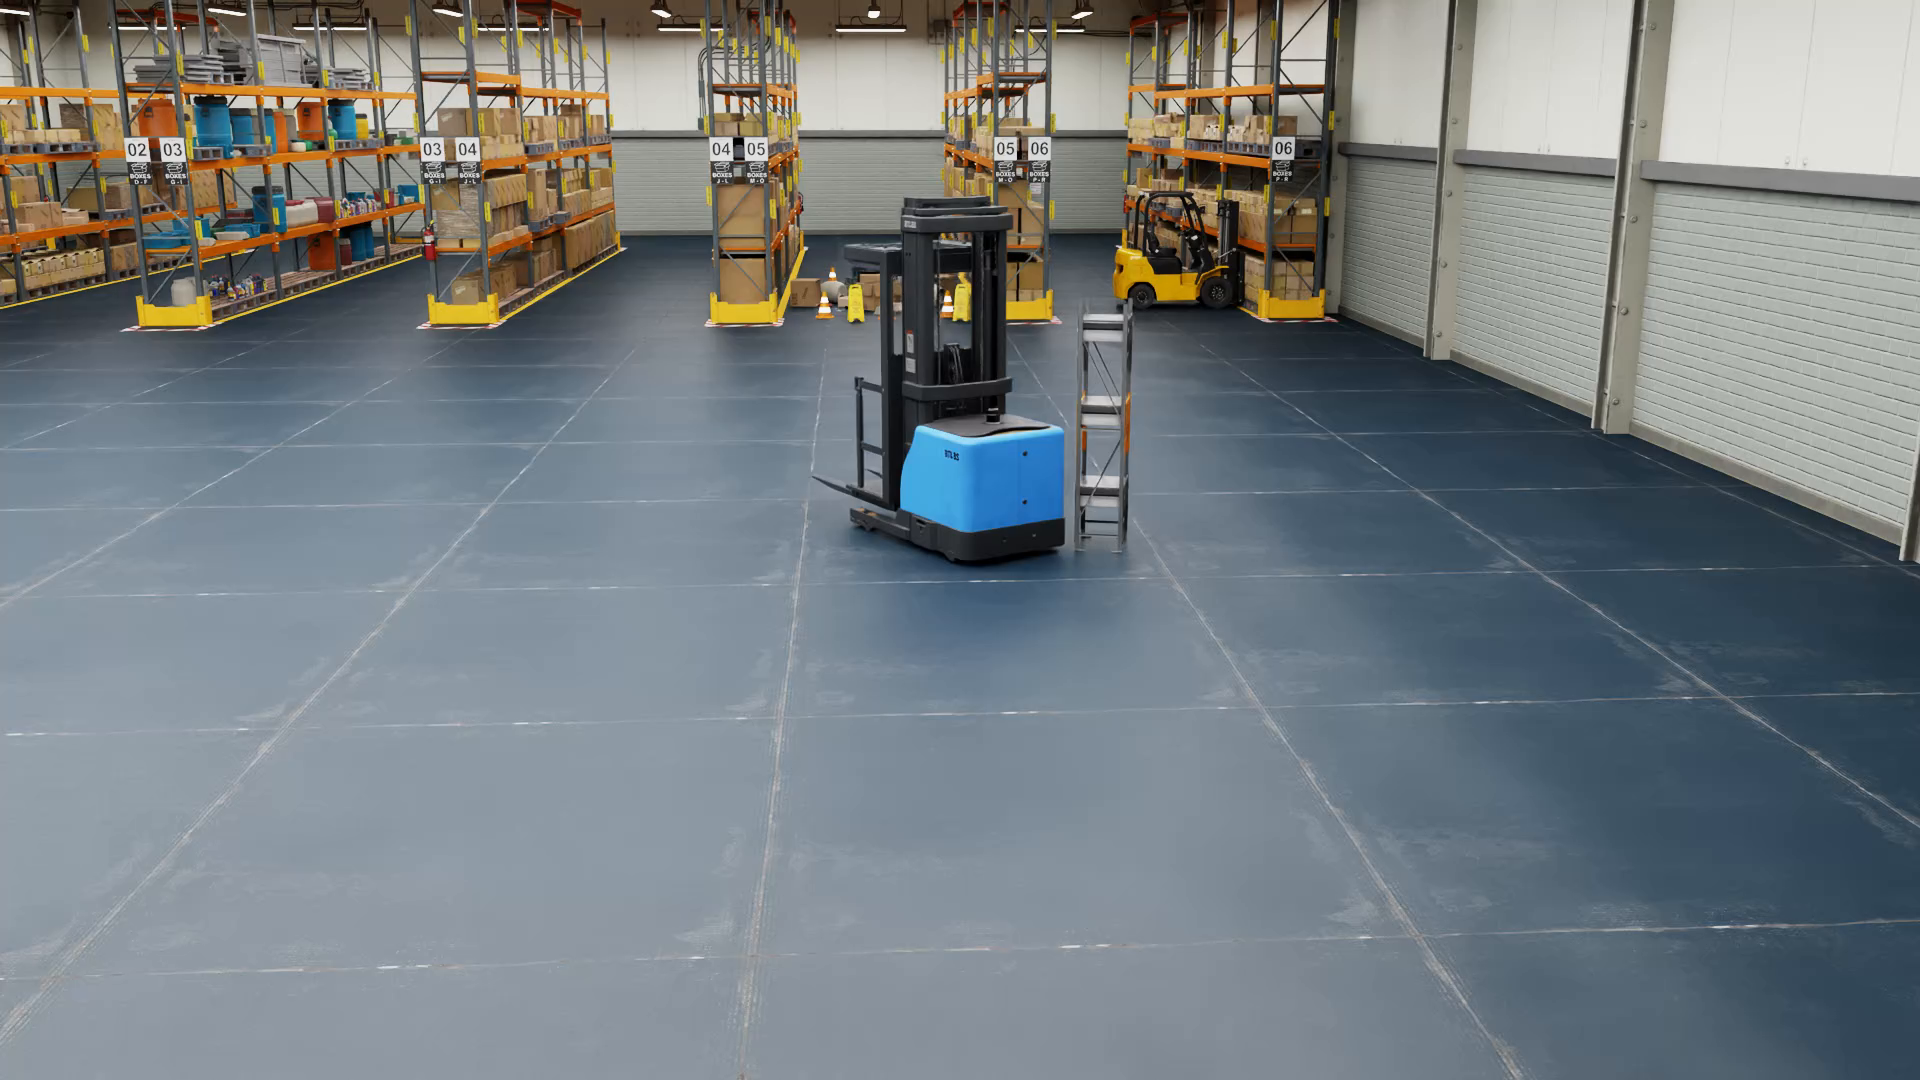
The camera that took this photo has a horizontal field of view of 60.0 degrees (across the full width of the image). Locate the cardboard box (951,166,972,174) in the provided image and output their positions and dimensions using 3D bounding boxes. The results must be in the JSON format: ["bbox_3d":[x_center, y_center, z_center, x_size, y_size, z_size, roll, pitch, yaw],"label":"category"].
[{"bbox_3d":[0.041,-9.088,41.622,0.500,0.500,0.500,-1,14,-4],"label":"cardboard box"}]

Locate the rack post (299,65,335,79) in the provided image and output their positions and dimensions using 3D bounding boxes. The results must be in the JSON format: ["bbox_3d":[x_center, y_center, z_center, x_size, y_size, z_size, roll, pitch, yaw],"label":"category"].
[{"bbox_3d":[-14.327,-10.267,36.521,0.954,0.300,0.937,-1,14,-3],"label":"rack post"}]

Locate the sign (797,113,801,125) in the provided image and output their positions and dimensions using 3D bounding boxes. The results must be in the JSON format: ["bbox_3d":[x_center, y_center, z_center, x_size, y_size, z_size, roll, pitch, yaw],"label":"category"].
[{"bbox_3d":[-4.281,-11.221,44.321,0.100,0.325,0.005,-1,14,-3],"label":"sign"}]

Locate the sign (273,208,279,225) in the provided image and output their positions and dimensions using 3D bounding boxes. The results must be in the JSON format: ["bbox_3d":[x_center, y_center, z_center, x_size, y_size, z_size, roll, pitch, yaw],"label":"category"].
[{"bbox_3d":[-13.444,-6.363,32.683,0.100,0.325,0.005,-1,14,-3],"label":"sign"}]

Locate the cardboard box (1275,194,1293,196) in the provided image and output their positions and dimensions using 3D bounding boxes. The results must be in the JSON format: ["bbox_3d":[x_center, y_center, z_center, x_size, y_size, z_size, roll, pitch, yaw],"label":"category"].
[{"bbox_3d":[6.168,-6.514,31.726,0.380,0.149,0.250,-1,14,-3],"label":"cardboard box"}]

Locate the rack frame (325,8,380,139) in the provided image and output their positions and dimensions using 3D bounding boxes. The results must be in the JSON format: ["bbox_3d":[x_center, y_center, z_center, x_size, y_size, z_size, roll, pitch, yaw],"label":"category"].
[{"bbox_3d":[-14.489,-11.118,39.680,1.000,3.000,0.127,-1,14,-3],"label":"rack frame"}]

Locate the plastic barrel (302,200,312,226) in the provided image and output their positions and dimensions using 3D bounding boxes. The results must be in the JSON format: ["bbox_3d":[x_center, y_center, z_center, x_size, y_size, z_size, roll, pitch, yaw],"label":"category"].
[{"bbox_3d":[-13.938,-6.915,35.159,0.421,0.512,0.421,0,14,0],"label":"plastic barrel"}]

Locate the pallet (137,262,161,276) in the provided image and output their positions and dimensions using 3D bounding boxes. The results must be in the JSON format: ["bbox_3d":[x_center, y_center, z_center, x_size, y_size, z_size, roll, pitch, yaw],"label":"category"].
[{"bbox_3d":[-19.266,-6.281,38.516,1.003,0.211,1.213,-1,14,-3],"label":"pallet"}]

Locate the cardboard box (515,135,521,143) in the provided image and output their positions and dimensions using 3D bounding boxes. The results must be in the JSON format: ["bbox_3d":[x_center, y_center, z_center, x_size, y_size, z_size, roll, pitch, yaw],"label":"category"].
[{"bbox_3d":[-8.741,-7.797,32.291,0.380,0.149,0.250,0,14,-2],"label":"cardboard box"}]

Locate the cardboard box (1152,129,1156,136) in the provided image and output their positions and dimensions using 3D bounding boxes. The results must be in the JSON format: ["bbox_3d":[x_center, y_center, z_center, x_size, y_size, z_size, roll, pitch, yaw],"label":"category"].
[{"bbox_3d":[4.902,-9.958,40.649,0.380,0.149,0.250,-1,14,-3],"label":"cardboard box"}]

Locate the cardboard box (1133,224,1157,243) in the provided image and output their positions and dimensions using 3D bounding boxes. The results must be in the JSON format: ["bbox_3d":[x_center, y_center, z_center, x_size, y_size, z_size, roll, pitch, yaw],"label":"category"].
[{"bbox_3d":[5.009,-8.141,44.321,0.700,0.500,0.500,0,14,-1],"label":"cardboard box"}]

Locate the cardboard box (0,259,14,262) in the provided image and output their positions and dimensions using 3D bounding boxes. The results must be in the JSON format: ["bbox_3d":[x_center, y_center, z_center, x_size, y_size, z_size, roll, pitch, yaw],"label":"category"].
[{"bbox_3d":[-19.287,-5.517,33.499,0.500,0.311,0.500,0,14,-2],"label":"cardboard box"}]

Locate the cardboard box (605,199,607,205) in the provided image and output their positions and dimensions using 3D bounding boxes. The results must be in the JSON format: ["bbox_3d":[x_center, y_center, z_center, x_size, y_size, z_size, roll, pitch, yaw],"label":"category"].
[{"bbox_3d":[-9.361,-8.761,43.060,0.380,0.149,0.250,-1,14,-3],"label":"cardboard box"}]

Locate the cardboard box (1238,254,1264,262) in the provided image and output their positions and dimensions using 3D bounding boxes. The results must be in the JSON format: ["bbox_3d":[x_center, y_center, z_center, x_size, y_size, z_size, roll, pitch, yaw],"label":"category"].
[{"bbox_3d":[5.601,-5.380,32.084,0.500,0.250,0.500,-1,14,-5],"label":"cardboard box"}]

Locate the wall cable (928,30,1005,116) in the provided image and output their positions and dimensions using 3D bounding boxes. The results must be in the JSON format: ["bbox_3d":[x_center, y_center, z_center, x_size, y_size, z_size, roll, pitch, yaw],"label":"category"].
[{"bbox_3d":[0.215,-13.764,49.962,2.355,3.000,0.029,-1,14,-3],"label":"wall cable"}]

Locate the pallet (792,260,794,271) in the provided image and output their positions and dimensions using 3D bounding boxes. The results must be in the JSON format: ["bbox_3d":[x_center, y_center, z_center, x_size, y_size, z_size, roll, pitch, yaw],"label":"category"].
[{"bbox_3d":[-4.460,-6.493,39.338,1.003,0.211,1.213,-1,14,-3],"label":"pallet"}]

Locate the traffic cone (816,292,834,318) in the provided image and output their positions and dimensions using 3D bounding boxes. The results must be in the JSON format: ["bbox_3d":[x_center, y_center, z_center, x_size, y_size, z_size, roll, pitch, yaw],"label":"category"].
[{"bbox_3d":[-2.461,-4.282,30.240,0.336,0.463,0.334,-1,14,-3],"label":"traffic cone"}]

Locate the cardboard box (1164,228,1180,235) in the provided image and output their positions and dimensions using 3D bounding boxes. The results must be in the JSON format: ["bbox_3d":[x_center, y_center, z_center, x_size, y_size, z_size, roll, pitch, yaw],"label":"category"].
[{"bbox_3d":[5.208,-7.534,40.662,0.380,0.149,0.250,-1,14,-4],"label":"cardboard box"}]

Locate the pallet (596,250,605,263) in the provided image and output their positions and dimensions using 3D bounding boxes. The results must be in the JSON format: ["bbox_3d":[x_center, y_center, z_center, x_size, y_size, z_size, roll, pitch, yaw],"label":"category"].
[{"bbox_3d":[-9.514,-7.129,41.812,1.003,0.211,1.213,-1,14,-3],"label":"pallet"}]

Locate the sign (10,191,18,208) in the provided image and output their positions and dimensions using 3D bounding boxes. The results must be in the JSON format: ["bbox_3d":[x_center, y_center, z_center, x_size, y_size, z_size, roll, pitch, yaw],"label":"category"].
[{"bbox_3d":[-18.383,-6.615,32.318,0.100,0.325,0.005,-1,14,-3],"label":"sign"}]

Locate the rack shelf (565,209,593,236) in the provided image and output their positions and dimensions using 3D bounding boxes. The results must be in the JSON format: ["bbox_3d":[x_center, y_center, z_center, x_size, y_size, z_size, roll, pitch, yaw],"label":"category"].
[{"bbox_3d":[-9.422,-7.444,38.881,1.077,0.370,4.000,-1,14,-3],"label":"rack shelf"}]

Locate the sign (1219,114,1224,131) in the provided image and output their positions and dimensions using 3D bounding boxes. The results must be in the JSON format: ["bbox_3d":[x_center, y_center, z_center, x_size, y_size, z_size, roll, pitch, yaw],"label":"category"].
[{"bbox_3d":[5.254,-8.375,33.369,0.100,0.325,0.005,-1,14,-3],"label":"sign"}]

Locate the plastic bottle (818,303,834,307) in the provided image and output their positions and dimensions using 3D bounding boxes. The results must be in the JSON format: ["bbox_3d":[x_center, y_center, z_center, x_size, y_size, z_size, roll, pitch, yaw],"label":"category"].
[{"bbox_3d":[-2.561,-4.503,31.903,0.283,0.061,0.133,-6,16,-23],"label":"plastic bottle"}]

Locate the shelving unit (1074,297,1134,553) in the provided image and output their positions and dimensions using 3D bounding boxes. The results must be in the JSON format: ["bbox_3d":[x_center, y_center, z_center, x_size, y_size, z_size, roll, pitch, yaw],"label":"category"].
[{"bbox_3d":[1.217,-0.975,14.102,0.431,2.100,0.503,3,15,10],"label":"shelving unit"}]

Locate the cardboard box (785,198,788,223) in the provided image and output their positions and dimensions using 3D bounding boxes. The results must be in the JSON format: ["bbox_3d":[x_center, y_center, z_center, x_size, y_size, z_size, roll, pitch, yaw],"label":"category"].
[{"bbox_3d":[-4.016,-7.163,36.145,0.500,0.500,0.500,-1,14,-3],"label":"cardboard box"}]

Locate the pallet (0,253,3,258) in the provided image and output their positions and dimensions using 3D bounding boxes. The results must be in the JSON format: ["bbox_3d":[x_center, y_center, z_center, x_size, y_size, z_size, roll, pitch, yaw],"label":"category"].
[{"bbox_3d":[-24.346,-6.900,40.920,1.003,0.211,1.213,-1,14,-3],"label":"pallet"}]

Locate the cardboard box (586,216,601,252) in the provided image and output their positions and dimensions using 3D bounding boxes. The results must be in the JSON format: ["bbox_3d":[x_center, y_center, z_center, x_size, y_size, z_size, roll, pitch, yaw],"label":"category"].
[{"bbox_3d":[-9.506,-7.629,41.580,0.875,0.875,0.875,-1,14,-3],"label":"cardboard box"}]

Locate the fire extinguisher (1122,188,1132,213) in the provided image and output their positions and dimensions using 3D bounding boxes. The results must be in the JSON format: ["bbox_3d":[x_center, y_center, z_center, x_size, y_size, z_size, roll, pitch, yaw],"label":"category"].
[{"bbox_3d":[4.581,-9.326,45.658,0.296,0.674,0.183,-1,14,-3],"label":"fire extinguisher"}]

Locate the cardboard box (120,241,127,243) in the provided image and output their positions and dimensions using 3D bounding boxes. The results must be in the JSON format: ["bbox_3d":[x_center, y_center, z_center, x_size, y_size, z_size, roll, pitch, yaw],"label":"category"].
[{"bbox_3d":[-19.548,-6.633,38.421,0.500,0.500,0.500,-1,14,-6],"label":"cardboard box"}]

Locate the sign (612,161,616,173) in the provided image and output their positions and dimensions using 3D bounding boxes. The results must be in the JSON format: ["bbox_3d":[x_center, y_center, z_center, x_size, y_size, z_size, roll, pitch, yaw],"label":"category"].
[{"bbox_3d":[-9.251,-9.965,44.437,0.100,0.325,0.005,-1,14,-3],"label":"sign"}]

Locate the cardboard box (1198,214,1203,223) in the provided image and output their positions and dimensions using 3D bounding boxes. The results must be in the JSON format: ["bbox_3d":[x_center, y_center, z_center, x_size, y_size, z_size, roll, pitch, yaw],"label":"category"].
[{"bbox_3d":[5.426,-6.956,35.844,0.500,0.250,0.500,0,14,-2],"label":"cardboard box"}]

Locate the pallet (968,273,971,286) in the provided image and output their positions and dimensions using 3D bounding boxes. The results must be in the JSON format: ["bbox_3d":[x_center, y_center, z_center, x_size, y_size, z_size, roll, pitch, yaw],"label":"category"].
[{"bbox_3d":[0.713,-5.600,35.869,1.003,0.211,1.213,-1,14,-3],"label":"pallet"}]

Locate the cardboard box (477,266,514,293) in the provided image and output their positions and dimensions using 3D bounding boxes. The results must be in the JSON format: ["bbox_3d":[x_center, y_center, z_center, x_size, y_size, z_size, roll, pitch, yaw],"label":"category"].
[{"bbox_3d":[-9.022,-5.050,32.309,0.500,0.500,0.500,4,15,14],"label":"cardboard box"}]

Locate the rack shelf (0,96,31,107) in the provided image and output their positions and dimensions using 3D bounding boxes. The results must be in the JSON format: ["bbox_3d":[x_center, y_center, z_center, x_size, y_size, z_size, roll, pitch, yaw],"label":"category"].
[{"bbox_3d":[-24.501,-10.921,41.158,1.077,0.370,4.000,-1,14,-3],"label":"rack shelf"}]

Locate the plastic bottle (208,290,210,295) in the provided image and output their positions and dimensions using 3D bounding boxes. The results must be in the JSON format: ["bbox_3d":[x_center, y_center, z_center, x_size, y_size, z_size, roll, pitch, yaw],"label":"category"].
[{"bbox_3d":[-14.170,-4.641,31.276,0.097,0.201,0.097,0,14,0],"label":"plastic bottle"}]

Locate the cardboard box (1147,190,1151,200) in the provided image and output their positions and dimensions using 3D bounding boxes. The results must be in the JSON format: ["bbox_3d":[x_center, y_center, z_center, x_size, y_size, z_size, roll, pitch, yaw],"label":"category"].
[{"bbox_3d":[5.024,-8.714,42.080,0.500,0.250,0.500,-1,14,-2],"label":"cardboard box"}]

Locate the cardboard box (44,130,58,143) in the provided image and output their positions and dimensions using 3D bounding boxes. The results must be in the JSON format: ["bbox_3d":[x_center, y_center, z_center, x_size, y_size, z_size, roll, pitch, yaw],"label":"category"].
[{"bbox_3d":[-19.026,-8.342,34.366,0.500,0.250,0.500,-1,14,-5],"label":"cardboard box"}]

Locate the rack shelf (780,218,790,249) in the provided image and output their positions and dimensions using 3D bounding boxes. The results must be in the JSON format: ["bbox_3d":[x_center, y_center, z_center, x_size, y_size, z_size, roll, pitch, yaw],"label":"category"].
[{"bbox_3d":[-4.217,-6.500,35.215,1.077,0.370,4.000,-1,14,-3],"label":"rack shelf"}]

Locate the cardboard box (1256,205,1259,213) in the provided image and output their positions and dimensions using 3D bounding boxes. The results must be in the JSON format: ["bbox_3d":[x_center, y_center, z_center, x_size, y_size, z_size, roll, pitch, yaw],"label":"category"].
[{"bbox_3d":[5.737,-6.171,30.987,0.380,0.149,0.250,-1,14,-4],"label":"cardboard box"}]

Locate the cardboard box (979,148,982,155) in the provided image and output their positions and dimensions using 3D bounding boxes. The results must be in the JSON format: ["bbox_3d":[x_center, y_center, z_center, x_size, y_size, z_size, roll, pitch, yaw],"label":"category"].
[{"bbox_3d":[0.574,-7.637,32.672,0.380,0.149,0.250,-1,14,-3],"label":"cardboard box"}]

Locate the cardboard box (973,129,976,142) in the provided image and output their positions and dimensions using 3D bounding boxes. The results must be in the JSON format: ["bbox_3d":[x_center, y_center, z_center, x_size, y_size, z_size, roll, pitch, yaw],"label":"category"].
[{"bbox_3d":[0.642,-8.713,36.150,0.700,0.500,0.500,-1,14,-3],"label":"cardboard box"}]

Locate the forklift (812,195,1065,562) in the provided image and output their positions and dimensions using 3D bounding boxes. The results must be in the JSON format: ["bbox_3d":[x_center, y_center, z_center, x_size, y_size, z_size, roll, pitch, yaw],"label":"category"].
[{"bbox_3d":[-0.331,-1.557,14.697,1.130,2.935,3.031,-9,17,-32],"label":"forklift"}]

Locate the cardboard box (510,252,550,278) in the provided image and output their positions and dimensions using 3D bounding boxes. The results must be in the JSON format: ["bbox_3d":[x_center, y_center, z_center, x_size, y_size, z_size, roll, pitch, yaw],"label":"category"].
[{"bbox_3d":[-9.147,-5.852,35.386,0.700,0.500,0.500,0,14,1],"label":"cardboard box"}]

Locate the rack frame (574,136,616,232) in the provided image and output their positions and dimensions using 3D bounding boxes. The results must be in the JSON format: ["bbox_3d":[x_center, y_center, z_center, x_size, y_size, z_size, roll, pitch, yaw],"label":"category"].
[{"bbox_3d":[-9.793,-9.284,44.591,1.000,3.000,0.127,-1,14,-3],"label":"rack frame"}]

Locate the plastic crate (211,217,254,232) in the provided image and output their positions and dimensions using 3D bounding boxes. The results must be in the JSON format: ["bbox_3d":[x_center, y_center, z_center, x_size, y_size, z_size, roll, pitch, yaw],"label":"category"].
[{"bbox_3d":[-14.088,-6.061,32.189,0.767,0.338,0.504,-1,14,-3],"label":"plastic crate"}]

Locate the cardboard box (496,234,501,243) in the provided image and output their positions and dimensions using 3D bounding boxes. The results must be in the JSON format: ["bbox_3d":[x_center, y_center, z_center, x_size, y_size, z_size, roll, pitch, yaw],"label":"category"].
[{"bbox_3d":[-8.623,-5.507,30.415,0.380,0.149,0.250,-1,14,-3],"label":"cardboard box"}]
